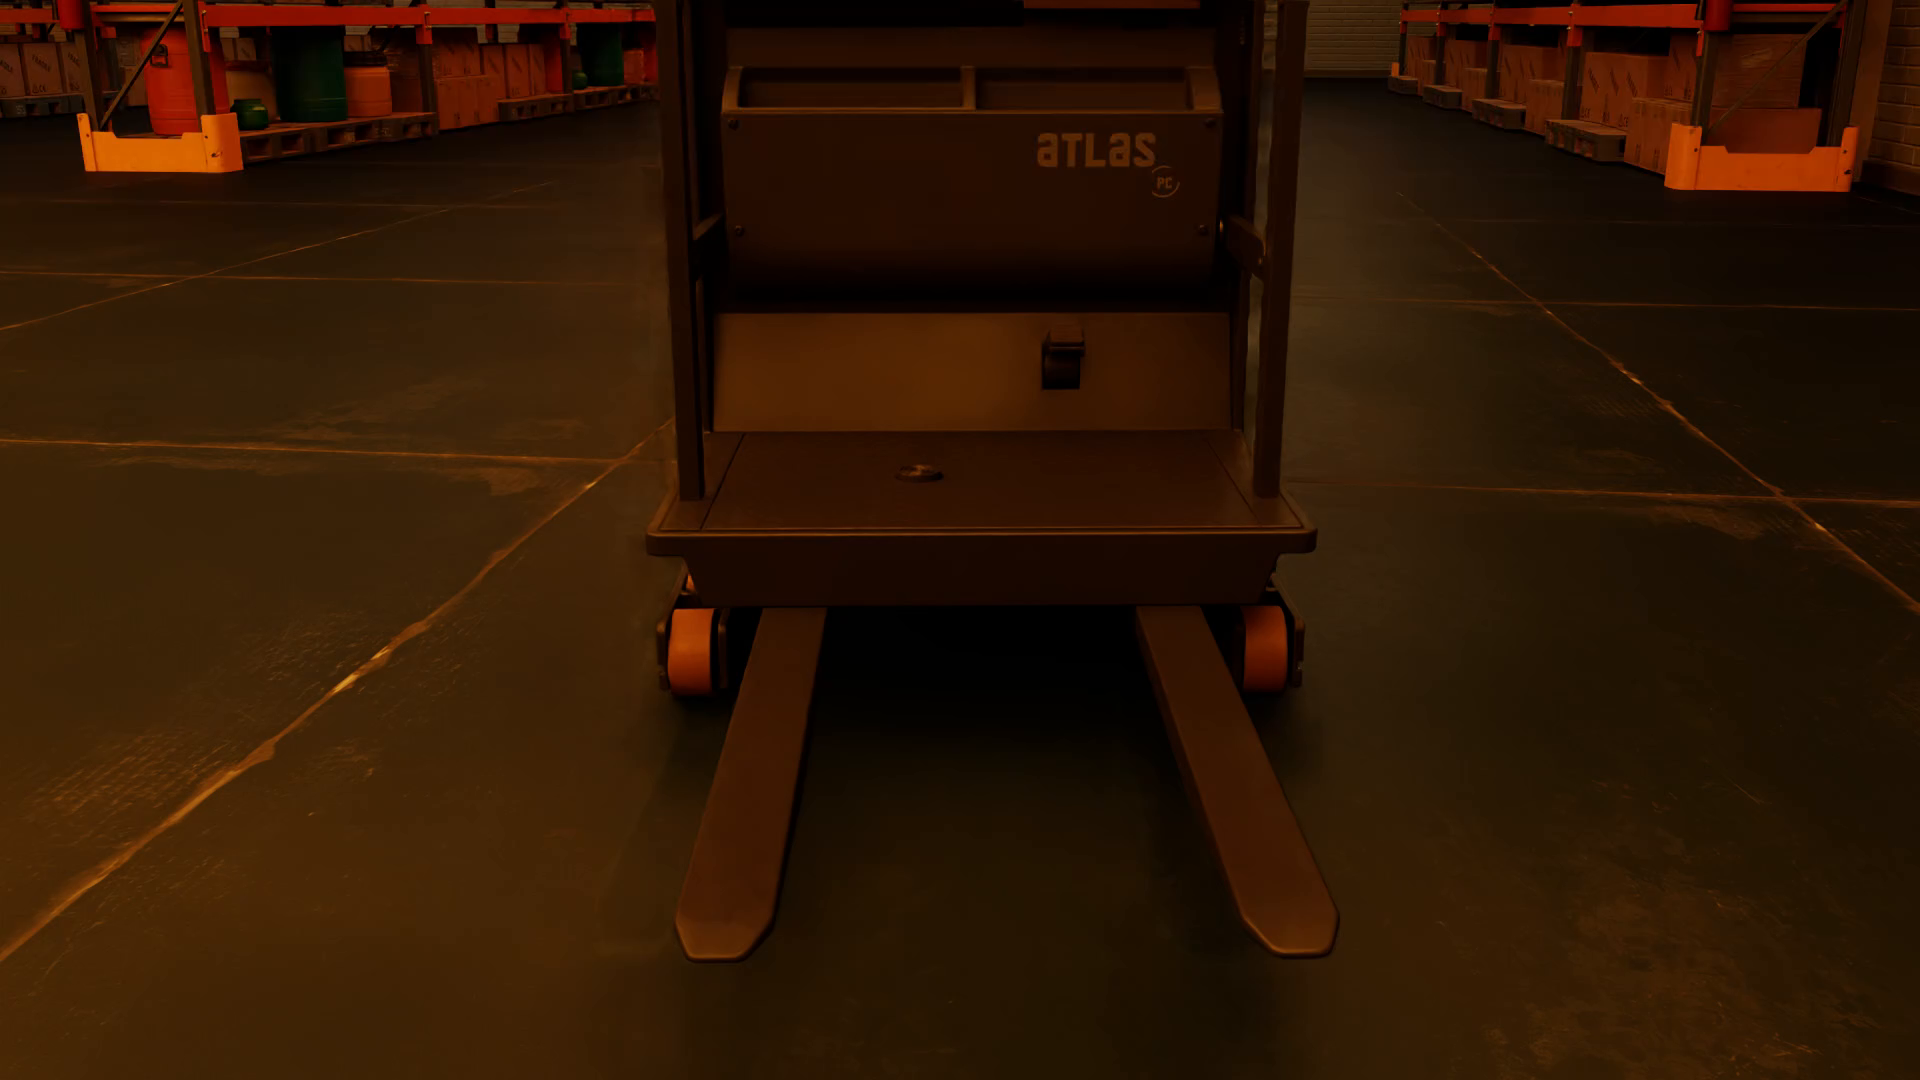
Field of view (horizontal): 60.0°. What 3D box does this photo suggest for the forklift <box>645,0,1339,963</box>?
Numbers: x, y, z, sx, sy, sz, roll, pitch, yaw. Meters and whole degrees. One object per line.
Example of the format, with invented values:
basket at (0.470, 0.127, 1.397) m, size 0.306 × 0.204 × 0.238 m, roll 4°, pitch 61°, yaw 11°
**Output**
forklift at (0.028, -1.210, 2.791) m, size 1.130 × 2.935 × 3.031 m, roll 0°, pitch 17°, yaw -1°
